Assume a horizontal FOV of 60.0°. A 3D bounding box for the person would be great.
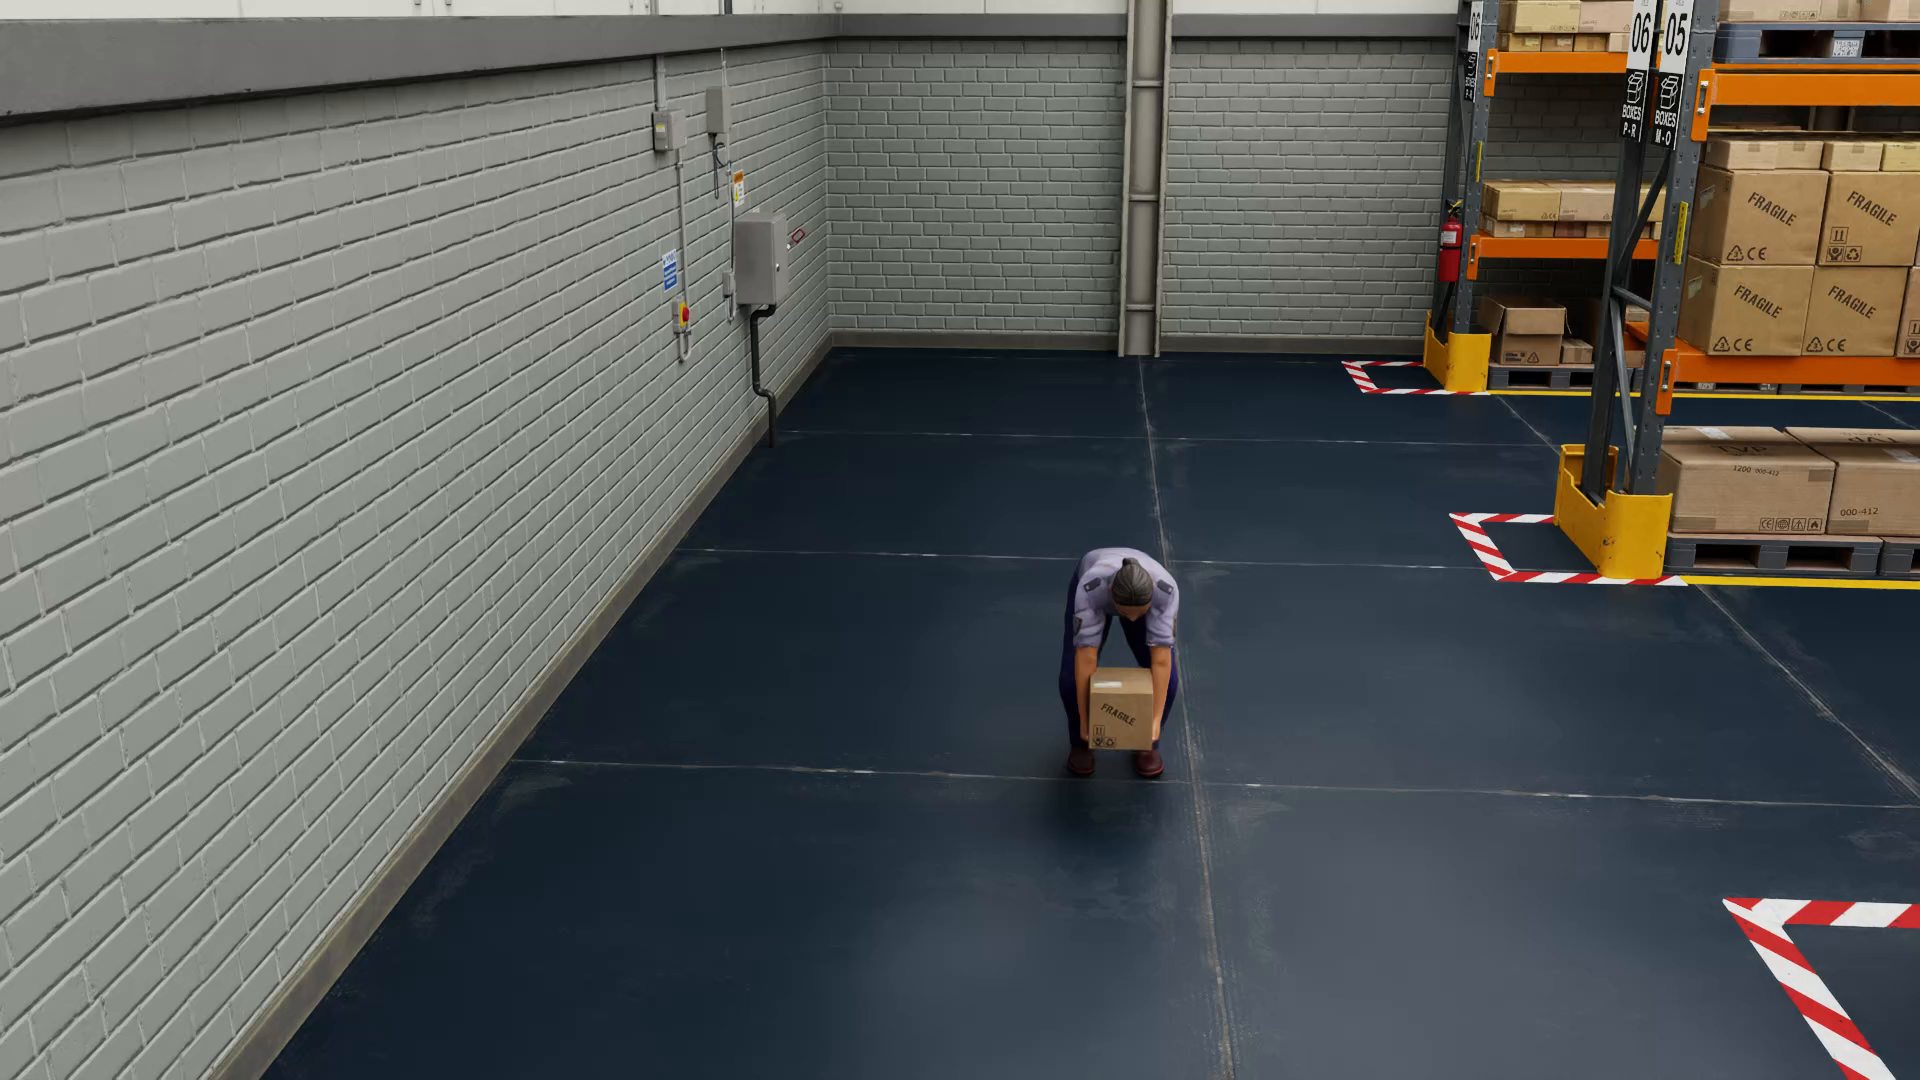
[{"bbox_3d":[0.664,0.507,6.918,0.502,1.085,0.885,1,18,2],"label":"person"}]
